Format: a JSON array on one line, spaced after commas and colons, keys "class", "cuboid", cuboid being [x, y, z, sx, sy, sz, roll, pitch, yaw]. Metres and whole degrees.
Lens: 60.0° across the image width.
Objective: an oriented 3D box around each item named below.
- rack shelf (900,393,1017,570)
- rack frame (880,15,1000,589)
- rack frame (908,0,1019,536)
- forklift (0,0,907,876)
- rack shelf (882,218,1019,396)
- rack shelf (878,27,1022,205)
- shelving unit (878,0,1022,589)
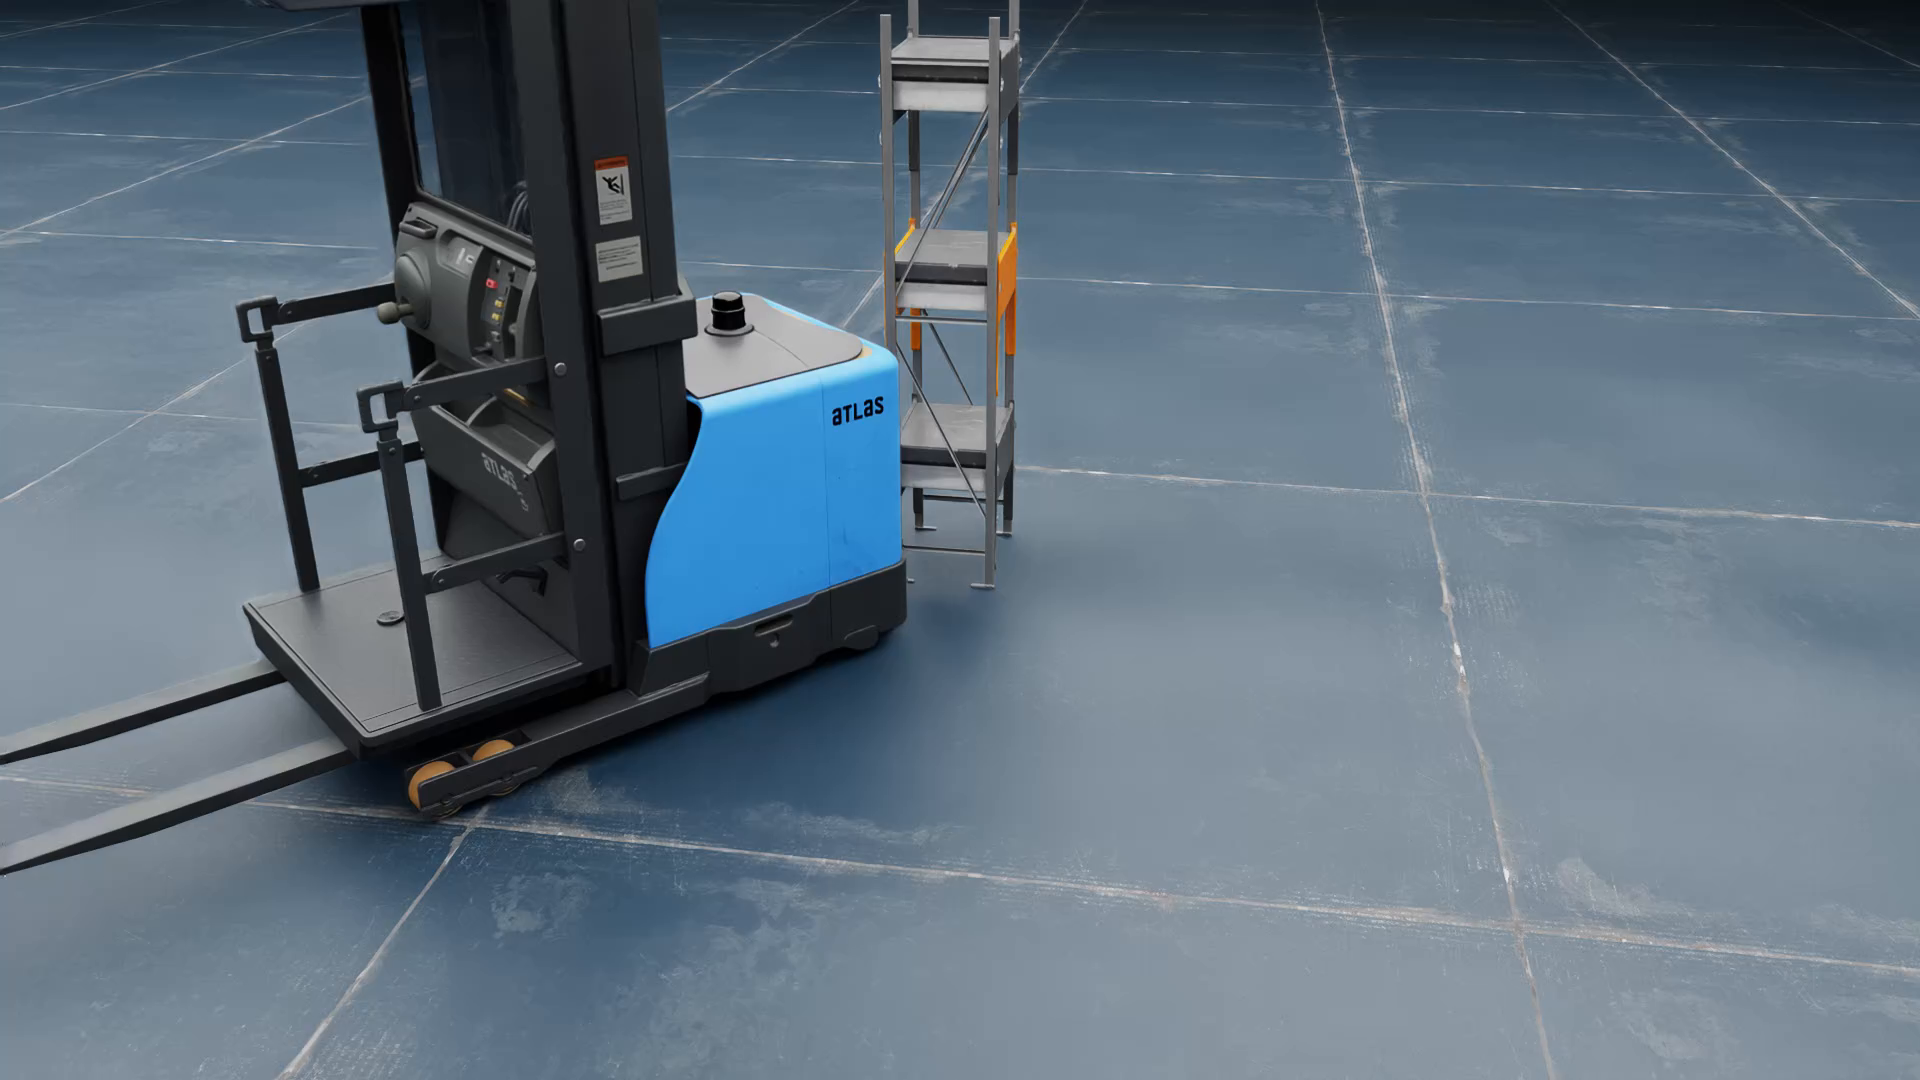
[{"class": "rack shelf", "cuboid": [-0.027, -0.235, 6.459, 0.431, 0.518, 0.480, 4, 25, 9]}, {"class": "rack frame", "cuboid": [-0.067, -0.780, 5.939, 0.400, 2.100, 0.015, 4, 25, 9]}, {"class": "rack frame", "cuboid": [0.013, -0.984, 6.375, 0.400, 2.100, 0.015, 4, 25, 9]}, {"class": "forklift", "cuboid": [-1.654, -0.747, 4.889, 3.031, 2.935, 1.130, -19, 31, -35]}, {"class": "rack shelf", "cuboid": [-0.027, -0.869, 6.163, 0.431, 0.518, 0.480, 4, 25, 9]}, {"class": "rack shelf", "cuboid": [-0.027, -1.503, 5.866, 0.431, 0.518, 0.480, 4, 25, 9]}, {"class": "shelving unit", "cuboid": [-0.027, -0.882, 6.157, 0.431, 2.100, 0.503, 4, 25, 9]}]
